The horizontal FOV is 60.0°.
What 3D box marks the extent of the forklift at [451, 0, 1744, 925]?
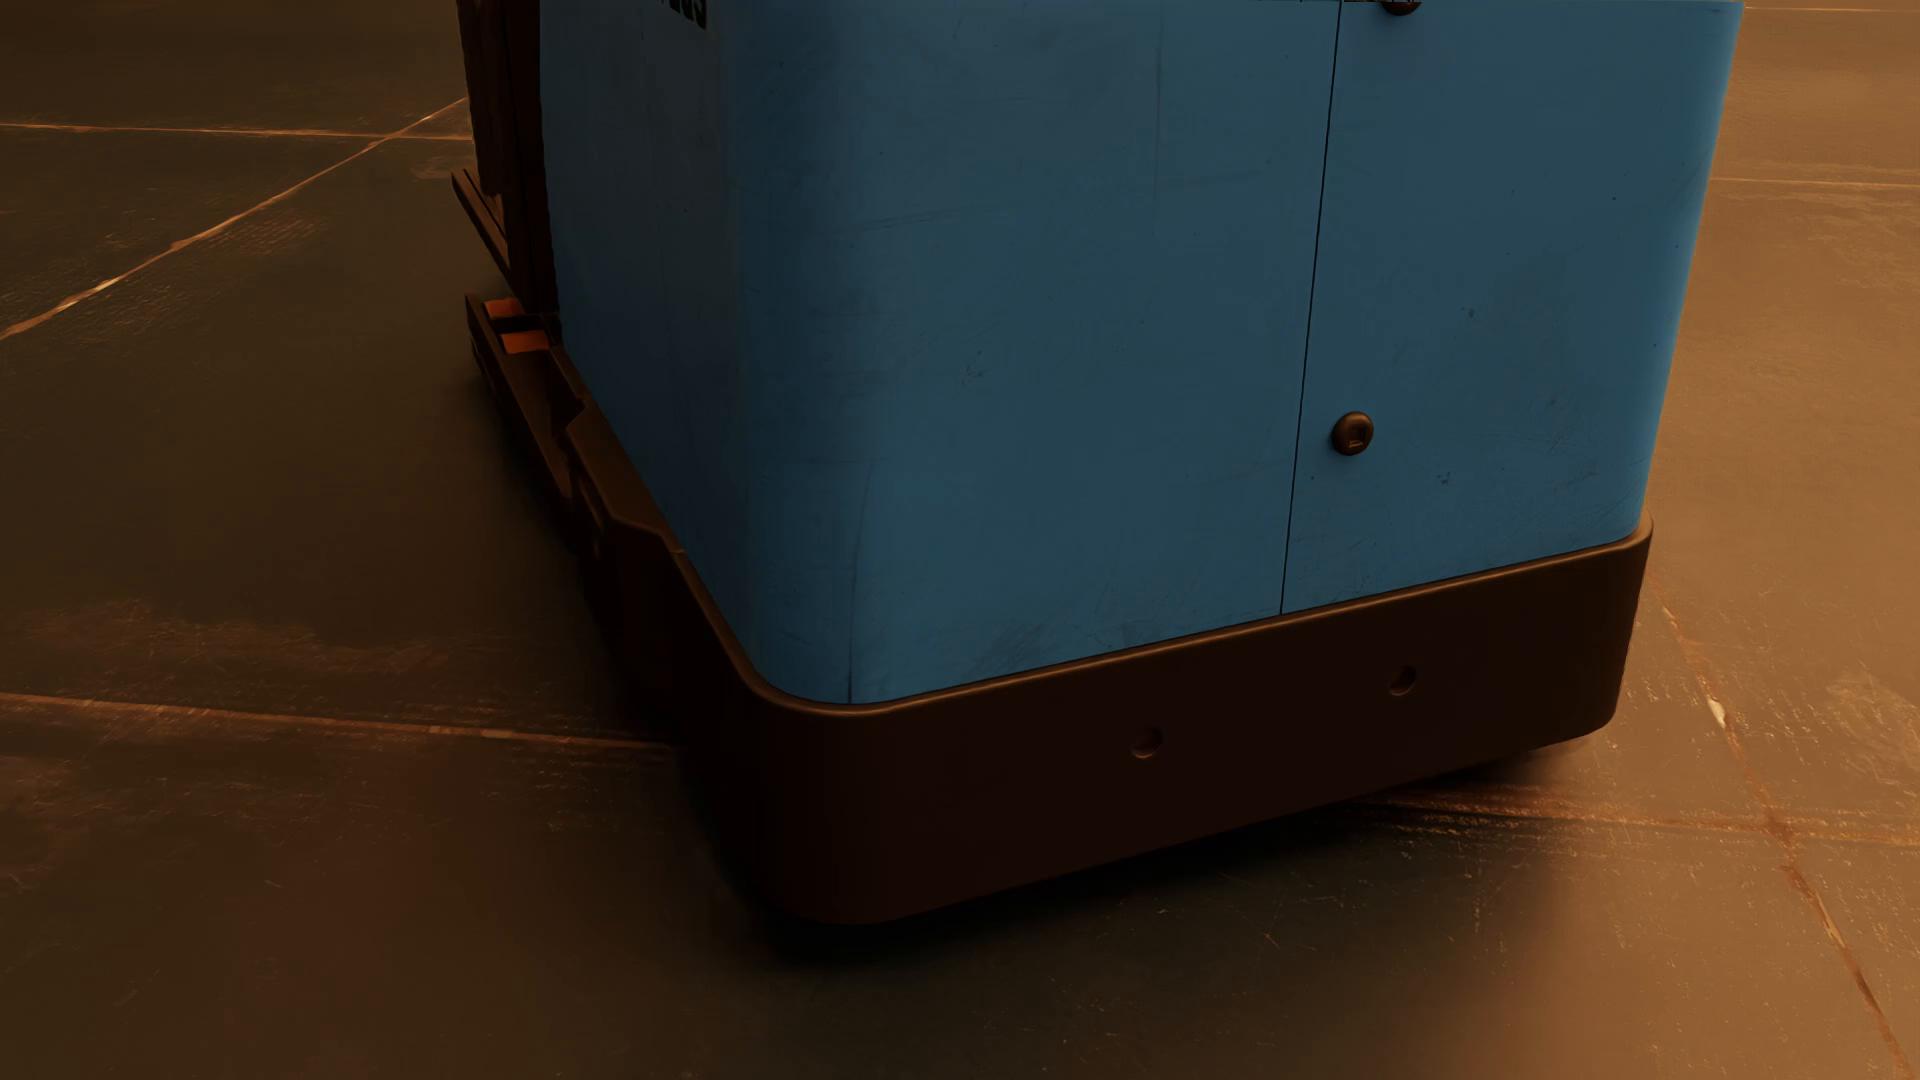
[{"bbox_3d":[-0.260,-1.576,2.376,1.130,2.935,3.031,-11,28,-20],"label":"forklift"}]
